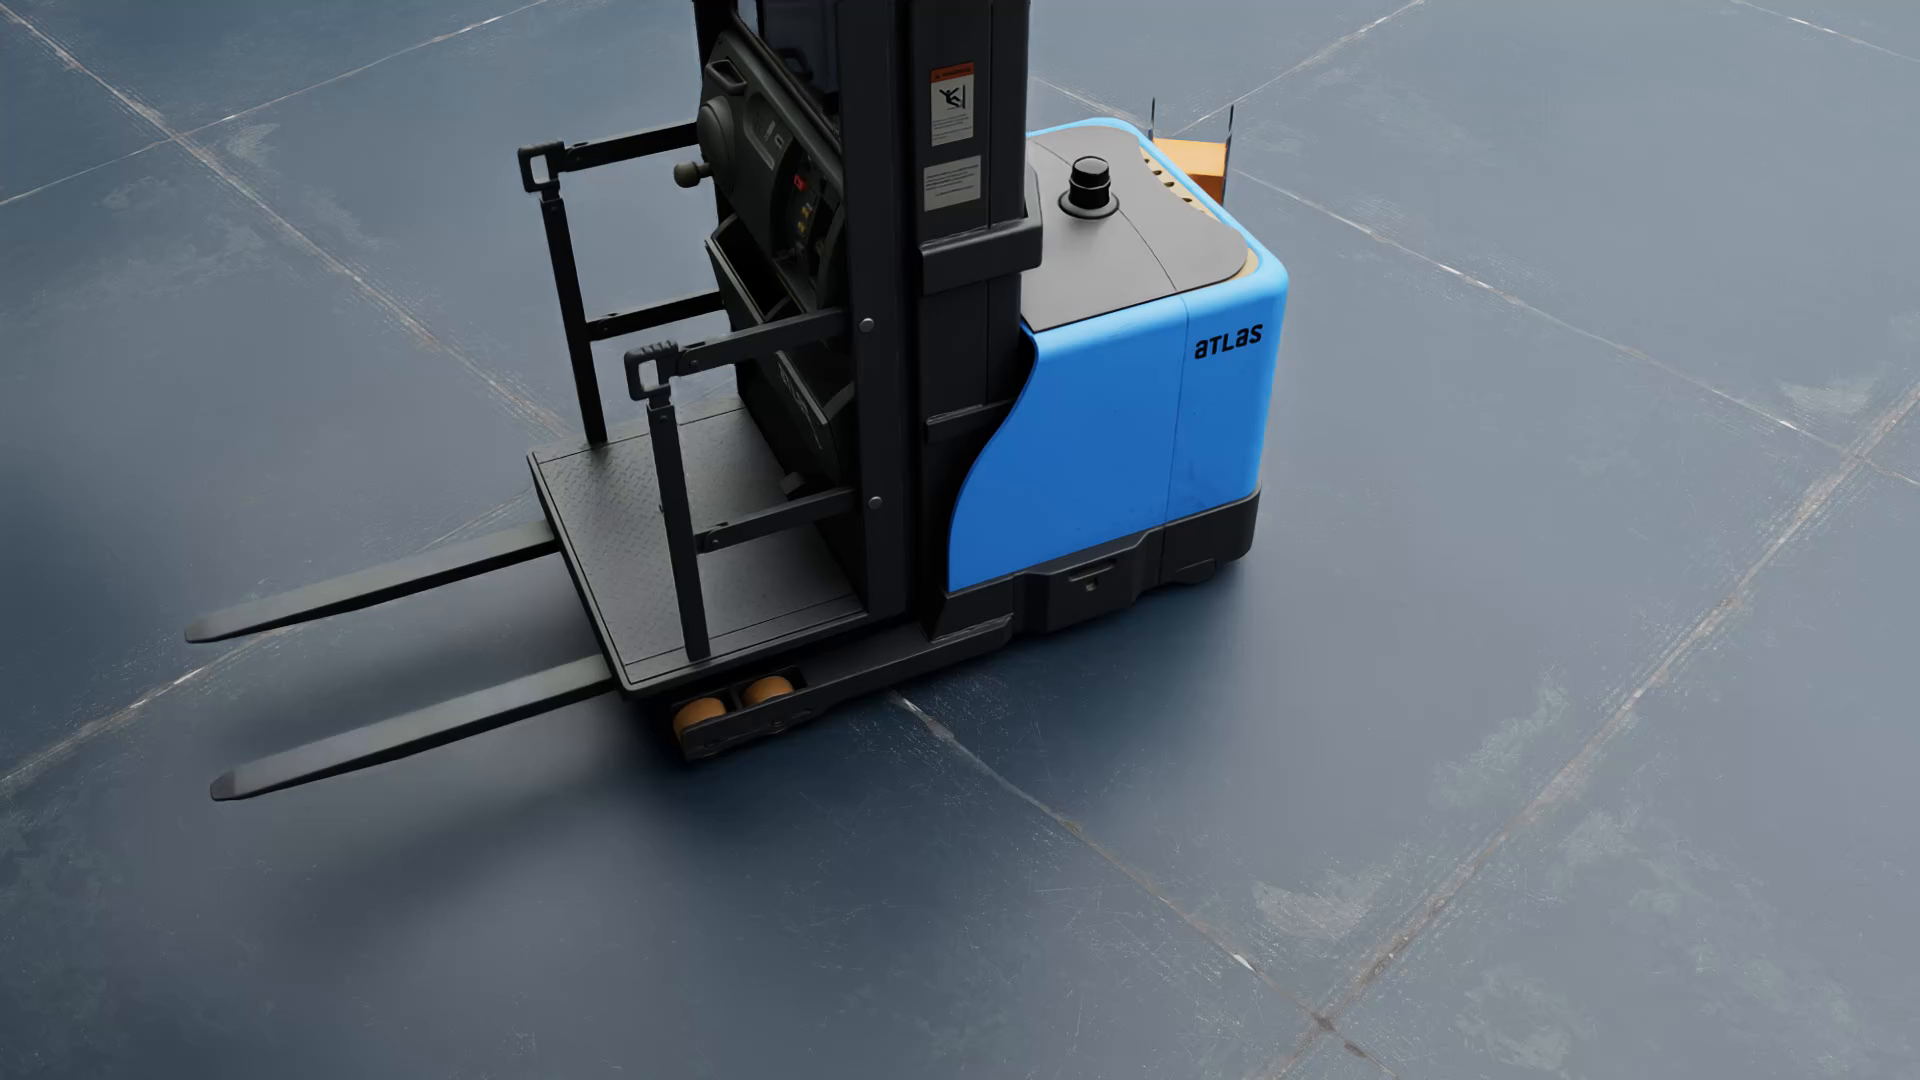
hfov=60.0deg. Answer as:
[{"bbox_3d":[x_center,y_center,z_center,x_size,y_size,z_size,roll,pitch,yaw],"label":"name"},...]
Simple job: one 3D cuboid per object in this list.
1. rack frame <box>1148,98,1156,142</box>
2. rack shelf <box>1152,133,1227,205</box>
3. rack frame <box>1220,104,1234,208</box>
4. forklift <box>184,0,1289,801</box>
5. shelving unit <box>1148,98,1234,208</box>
[{"bbox_3d":[0.592,-0.930,5.483,0.008,1.050,0.200,6,43,7],"label":"rack frame"},{"bbox_3d":[0.713,-1.118,5.284,0.240,0.259,0.215,6,43,7],"label":"rack shelf"},{"bbox_3d":[0.834,-0.905,5.455,0.008,1.050,0.200,6,43,7],"label":"rack frame"},{"bbox_3d":[-0.656,-0.888,4.051,3.031,2.935,1.130,-17,45,-18],"label":"forklift"},{"bbox_3d":[0.713,-0.917,5.469,0.252,1.050,0.215,6,43,7],"label":"shelving unit"}]
